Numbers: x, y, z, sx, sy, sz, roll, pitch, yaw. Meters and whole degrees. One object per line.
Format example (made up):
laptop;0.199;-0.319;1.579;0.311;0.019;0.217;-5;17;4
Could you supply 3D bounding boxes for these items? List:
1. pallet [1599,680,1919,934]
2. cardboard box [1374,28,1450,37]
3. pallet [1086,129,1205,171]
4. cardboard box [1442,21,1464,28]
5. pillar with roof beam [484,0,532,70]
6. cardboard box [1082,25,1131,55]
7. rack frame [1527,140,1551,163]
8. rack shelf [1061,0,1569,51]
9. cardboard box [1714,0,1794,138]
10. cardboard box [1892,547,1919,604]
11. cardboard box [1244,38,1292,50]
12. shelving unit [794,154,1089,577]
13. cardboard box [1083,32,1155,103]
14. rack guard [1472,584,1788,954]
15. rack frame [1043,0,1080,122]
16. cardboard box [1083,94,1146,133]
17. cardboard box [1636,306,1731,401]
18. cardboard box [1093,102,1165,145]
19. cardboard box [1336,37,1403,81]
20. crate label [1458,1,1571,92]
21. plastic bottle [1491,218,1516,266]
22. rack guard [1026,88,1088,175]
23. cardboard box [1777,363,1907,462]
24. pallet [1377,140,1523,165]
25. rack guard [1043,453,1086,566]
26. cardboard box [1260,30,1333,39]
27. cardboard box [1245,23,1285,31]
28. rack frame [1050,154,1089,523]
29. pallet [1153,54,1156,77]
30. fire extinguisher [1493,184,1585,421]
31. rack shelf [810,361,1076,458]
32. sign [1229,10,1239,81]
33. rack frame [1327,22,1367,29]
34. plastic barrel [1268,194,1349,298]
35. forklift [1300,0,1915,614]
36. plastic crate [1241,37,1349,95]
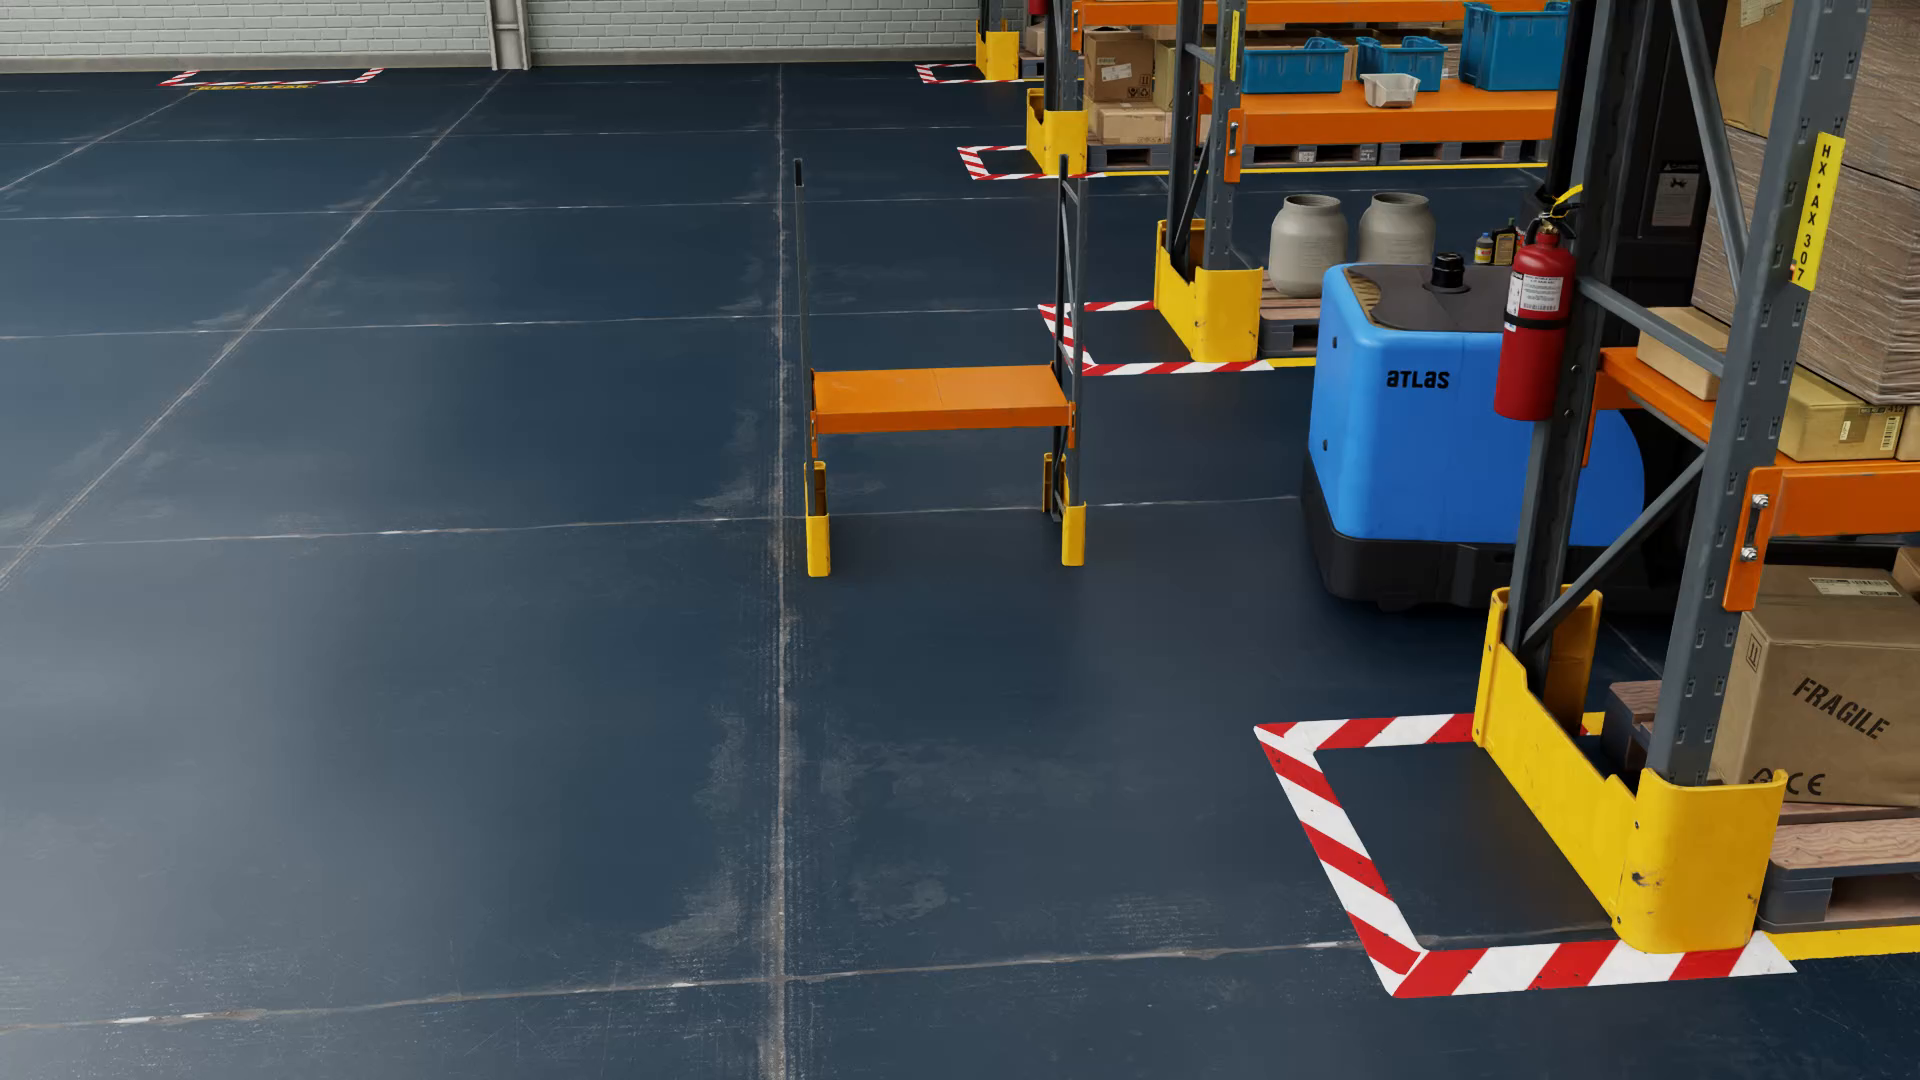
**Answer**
pallet;2.677;0.722;4.866;1.213;0.211;1.003;-2;24;-5
cardboard box;3.811;-4.058;14.132;0.500;0.500;0.500;-2;24;-5
pallet;1.576;-3.309;13.934;1.213;0.211;1.003;-2;24;-5
cardboard box;5.550;-5.833;18.716;0.500;0.500;0.700;-3;24;-6
pillar with roof beam;-4.607;-7.677;12.943;0.400;9.000;9.100;-2;24;-5
cardboard box;1.594;-5.524;18.254;0.500;0.311;0.500;0;24;-1
rack frame;4.800;-4.695;13.620;0.127;3.000;1.000;-2;24;-5
rack shelf;2.810;-4.287;13.587;4.000;0.370;1.077;-2;24;-5
cardboard box;2.312;-1.292;4.242;0.500;0.500;0.500;-2;24;-5
cardboard box;3.004;0.363;4.800;0.500;0.500;0.500;4;24;9
cardboard box;2.369;-3.791;13.531;0.500;0.500;0.500;-2;24;-5
shelving unit;-0.076;-0.682;6.439;1.083;1.500;0.587;-2;24;-5
cardboard box;1.324;-3.955;13.901;0.500;0.500;0.500;-2;24;-5
rack guard;1.865;0.608;4.767;0.348;0.500;1.175;-2;24;-5
rack frame;0.819;-4.535;13.261;0.127;3.000;1.000;-2;24;-5
cardboard box;1.324;-3.612;14.051;0.500;0.250;0.500;-2;24;-5
cardboard box;2.053;-0.511;4.516;0.250;0.149;0.380;-2;24;-5
cardboard box;1.375;-3.402;13.580;0.500;0.250;0.500;-2;24;-5
cardboard box;3.364;-3.830;13.618;0.500;0.500;0.500;-2;24;-5
crate label;3.108;-2.732;9.160;0.616;0.435;0.502;-2;24;-5
plastic bottle;3.202;-1.756;9.809;0.133;0.283;0.061;-2;24;-4
rack guard;0.795;-3.392;13.767;0.348;0.500;1.175;-2;24;-5
cardboard box;2.096;-0.331;4.112;0.250;0.149;0.380;-2;24;-5
pallet;4.004;-3.406;14.153;1.213;0.211;1.003;-2;24;-5
rack guard;0.420;-0.131;6.737;0.087;0.250;0.587;-2;24;-5
cardboard box;2.815;-4.021;14.048;0.500;0.500;0.500;-2;24;-5
cardboard box;3.280;-5.698;18.413;0.500;0.500;0.500;-4;24;-9
rack frame;0.421;-0.702;6.483;0.032;1.500;0.500;-2;24;-5
pallet;2.428;-5.332;18.486;1.213;0.211;1.003;-2;24;-5
fire extinguisher;1.630;-0.678;4.677;0.183;0.674;0.296;-2;24;-5
rack shelf;-0.085;-0.518;6.511;1.000;0.185;0.538;-2;24;-5
sign;1.352;-2.437;8.199;0.005;0.325;0.100;-2;24;-5
rack frame;4.309;-6.697;18.125;0.127;3.000;1.000;-2;24;-5
plastic barrel;1.950;-1.645;9.305;0.421;0.512;0.421;0;24;0
forklift;2.899;-1.221;5.889;3.031;2.935;1.130;2;24;4
plastic crate;1.771;-2.606;9.104;0.616;0.251;0.499;-2;24;-5
